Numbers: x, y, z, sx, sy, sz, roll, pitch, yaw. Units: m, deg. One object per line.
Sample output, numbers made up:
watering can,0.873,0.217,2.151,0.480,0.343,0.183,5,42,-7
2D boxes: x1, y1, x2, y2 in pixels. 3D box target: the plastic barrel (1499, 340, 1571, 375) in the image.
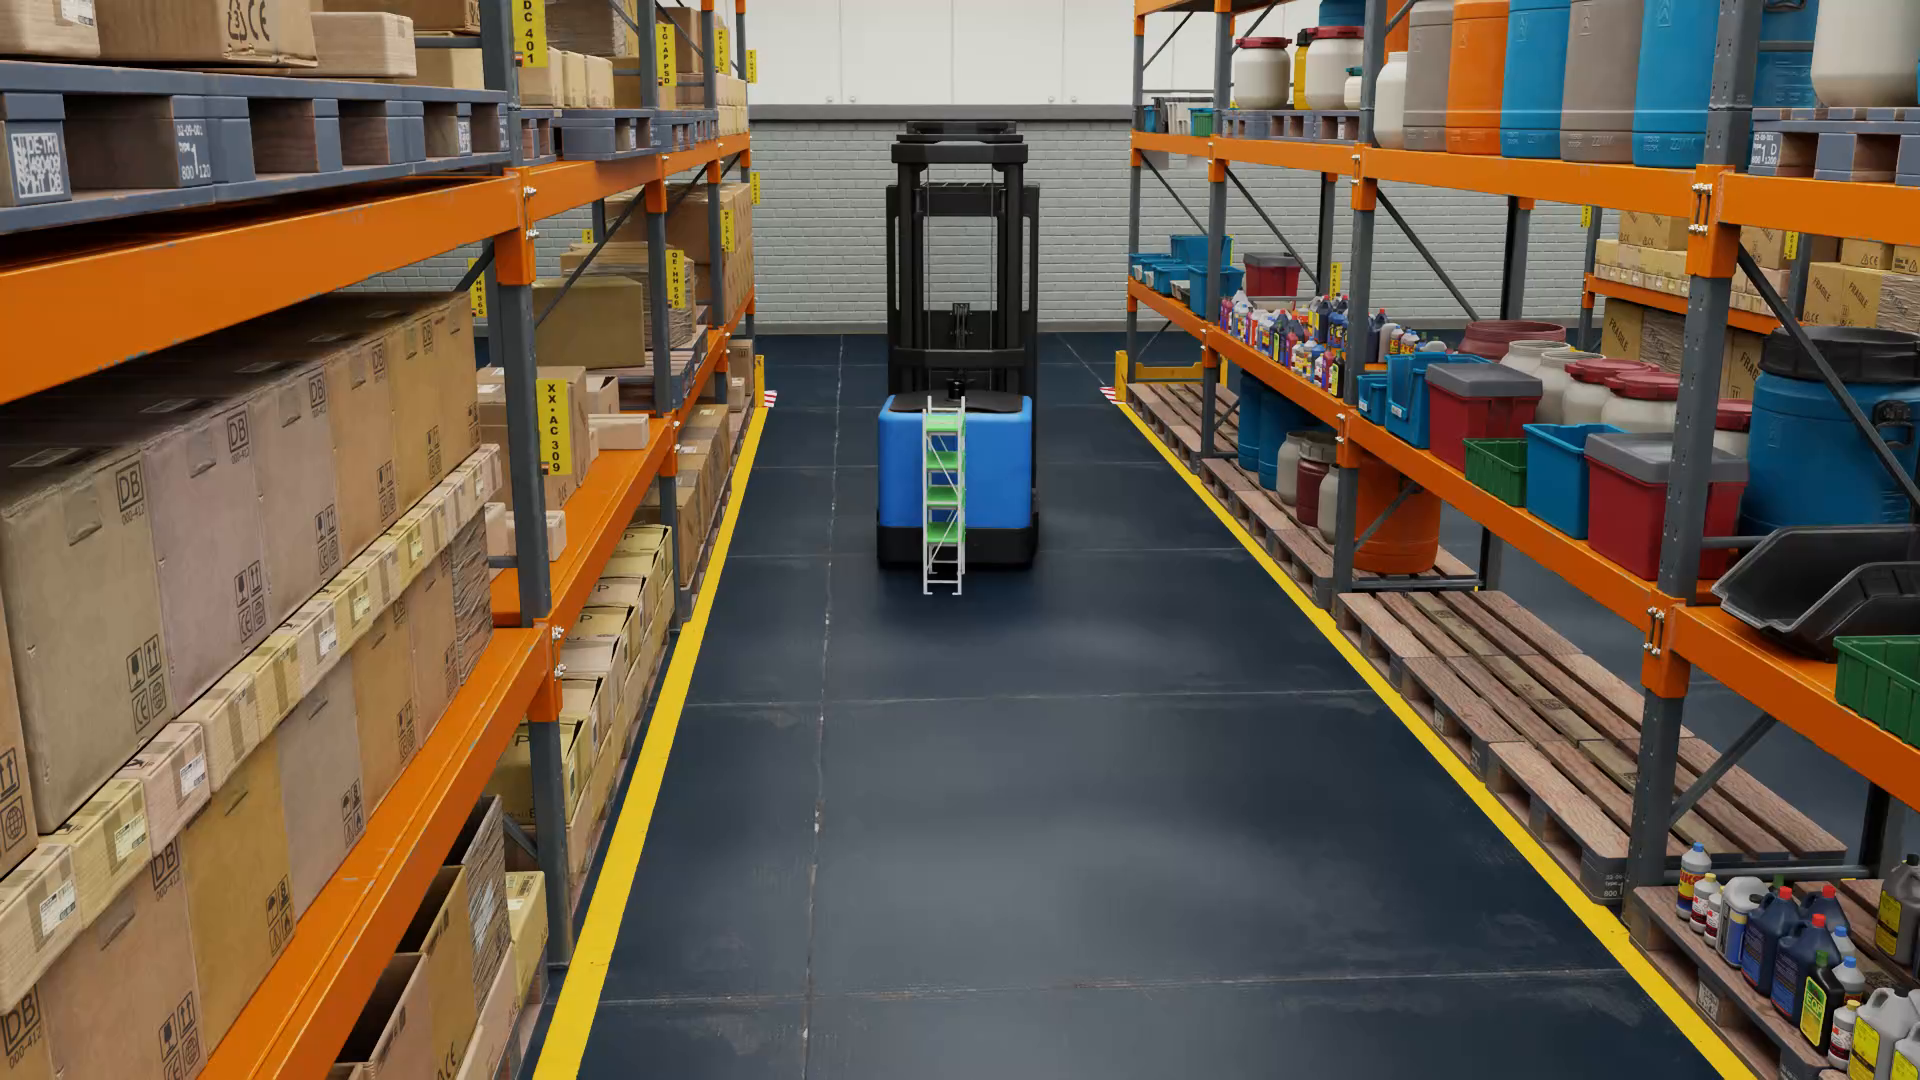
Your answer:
plastic barrel,3.057,-0.784,8.830,0.421,0.512,0.421,0,14,0

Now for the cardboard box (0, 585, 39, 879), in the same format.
cardboard box,-1.688,0.277,2.128,0.700,0.500,0.500,-1,14,-3

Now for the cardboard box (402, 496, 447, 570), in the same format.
cardboard box,-1.637,-0.018,4.576,0.380,0.149,0.250,-1,14,-4

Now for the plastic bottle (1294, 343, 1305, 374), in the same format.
plastic bottle,2.289,-1.212,11.115,0.097,0.201,0.097,0,14,0

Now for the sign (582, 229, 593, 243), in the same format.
sign,-2.953,-2.311,13.250,0.100,0.325,0.005,-1,14,-3

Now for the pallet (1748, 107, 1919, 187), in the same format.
pallet,3.170,-1.171,4.917,1.213,0.211,1.003,-1,14,-3

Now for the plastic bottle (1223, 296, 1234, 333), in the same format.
plastic bottle,2.137,-1.790,13.197,0.061,0.283,0.133,-1,14,-3

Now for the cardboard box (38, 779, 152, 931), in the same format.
cardboard box,-1.511,0.492,2.594,0.380,0.149,0.250,-1,14,-3

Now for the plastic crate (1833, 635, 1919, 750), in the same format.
plastic crate,2.830,0.457,4.656,0.450,0.188,0.662,-1,14,-3

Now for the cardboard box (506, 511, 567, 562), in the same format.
cardboard box,-1.767,-0.014,6.565,0.380,0.149,0.250,-1,14,-3

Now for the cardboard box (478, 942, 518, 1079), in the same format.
cardboard box,-1.649,1.453,5.036,0.500,0.250,0.500,-1,14,-3

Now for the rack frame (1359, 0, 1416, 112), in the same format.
rack frame,2.780,-3.888,9.077,1.000,3.000,0.127,-1,14,-3

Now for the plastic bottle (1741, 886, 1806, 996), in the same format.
plastic bottle,2.663,1.289,5.429,0.144,0.351,0.185,0,14,-2

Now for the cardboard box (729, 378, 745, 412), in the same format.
cardboard box,-2.352,-1.410,16.121,0.500,0.250,0.500,-1,14,-3

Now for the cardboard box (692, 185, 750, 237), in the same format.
cardboard box,-2.326,-3.197,16.225,0.500,0.500,0.500,0,14,-2

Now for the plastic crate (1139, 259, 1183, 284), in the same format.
plastic crate,2.012,-2.690,16.676,0.416,0.233,0.300,-1,14,-3

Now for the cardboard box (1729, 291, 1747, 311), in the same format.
cardboard box,7.098,-2.131,14.792,0.380,0.149,0.250,-1,14,-4

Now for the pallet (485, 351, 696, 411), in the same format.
pallet,-2.276,-0.981,10.206,1.213,0.211,1.003,-1,14,-3

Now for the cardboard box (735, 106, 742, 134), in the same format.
cardboard box,-2.301,-3.904,15.462,0.500,0.250,0.500,-1,14,-3

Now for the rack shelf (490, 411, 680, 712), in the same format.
rack shelf,-2.040,-0.061,7.688,1.077,0.370,4.000,-1,14,-3

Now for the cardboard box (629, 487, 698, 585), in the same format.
cardboard box,-1.907,-0.027,10.245,0.500,0.500,0.500,0,14,-1

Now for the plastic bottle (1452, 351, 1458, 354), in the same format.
plastic bottle,3.076,-1.035,10.278,0.152,0.276,0.135,-1,14,-3

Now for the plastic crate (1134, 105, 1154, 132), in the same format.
plastic crate,2.030,-4.261,16.811,0.497,0.269,0.590,-1,14,-3

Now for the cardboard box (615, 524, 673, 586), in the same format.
cardboard box,-1.886,0.076,9.260,0.500,0.311,0.500,-1,14,-2

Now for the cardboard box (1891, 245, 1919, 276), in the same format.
cardboard box,7.554,-2.258,12.570,0.797,0.503,0.637,-1,14,-3

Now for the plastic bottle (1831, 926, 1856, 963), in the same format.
plastic bottle,2.793,1.362,5.306,0.097,0.271,0.097,0,14,0

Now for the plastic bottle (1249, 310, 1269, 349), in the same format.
plastic bottle,2.238,-1.566,12.342,0.152,0.276,0.135,-1,14,-3

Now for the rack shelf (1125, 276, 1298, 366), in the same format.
rack shelf,2.408,-2.126,15.714,1.077,0.370,4.000,-1,14,-3

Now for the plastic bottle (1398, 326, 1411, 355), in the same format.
plastic bottle,3.049,-1.327,11.397,0.061,0.283,0.133,-1,14,-3

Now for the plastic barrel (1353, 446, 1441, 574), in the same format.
plastic barrel,2.732,-0.256,10.515,0.600,0.830,0.708,-1,14,-3

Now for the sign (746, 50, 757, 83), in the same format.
sign,-2.105,-4.782,16.794,0.100,0.325,0.005,-1,14,-3

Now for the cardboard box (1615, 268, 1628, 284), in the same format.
cardboard box,6.954,-2.706,17.028,0.380,0.149,0.250,-1,14,-5

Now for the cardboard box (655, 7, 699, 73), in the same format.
cardboard box,-2.480,-4.007,13.355,0.700,0.500,0.500,-1,14,-3

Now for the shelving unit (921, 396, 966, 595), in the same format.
shelving unit,-0.101,-0.294,10.761,0.258,1.200,0.503,1,14,3

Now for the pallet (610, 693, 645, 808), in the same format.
pallet,-2.080,0.952,7.904,1.003,0.211,1.213,-1,14,-3

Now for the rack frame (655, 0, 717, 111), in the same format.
rack frame,-2.412,-4.807,12.650,1.000,3.000,0.127,-1,14,-3

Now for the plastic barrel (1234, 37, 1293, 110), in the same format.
plastic barrel,2.314,-3.564,12.725,0.433,0.535,0.433,0,14,0

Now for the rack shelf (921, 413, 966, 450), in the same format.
rack shelf,-0.101,-0.697,10.657,0.258,0.148,0.480,1,14,3

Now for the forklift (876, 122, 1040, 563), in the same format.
forklift,0.031,-1.576,12.268,1.130,2.935,3.031,1,14,3

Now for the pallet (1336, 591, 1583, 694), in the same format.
pallet,2.789,0.561,9.421,1.003,0.211,1.213,-1,14,-3

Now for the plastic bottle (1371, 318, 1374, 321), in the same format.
plastic bottle,2.938,-1.452,11.908,0.097,0.271,0.097,0,14,0

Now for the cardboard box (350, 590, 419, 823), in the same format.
cardboard box,-1.816,0.406,4.229,0.700,0.500,0.500,-1,14,-3

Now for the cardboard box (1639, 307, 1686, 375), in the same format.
cardboard box,7.403,-1.839,16.574,0.875,0.875,0.875,-1,14,-3

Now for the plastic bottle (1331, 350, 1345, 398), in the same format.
plastic bottle,2.329,-1.020,10.205,0.061,0.283,0.133,-1,14,-3

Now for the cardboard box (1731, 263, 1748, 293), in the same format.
cardboard box,7.152,-2.360,14.881,0.500,0.250,0.500,0,14,-2

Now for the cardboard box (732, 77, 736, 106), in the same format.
cardboard box,-2.278,-4.022,14.916,0.500,0.250,0.500,-1,14,-3

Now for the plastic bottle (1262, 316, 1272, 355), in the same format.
plastic bottle,2.232,-1.477,12.004,0.097,0.271,0.097,0,14,0

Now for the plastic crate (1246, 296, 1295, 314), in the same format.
plastic crate,2.646,-1.997,14.175,0.396,0.136,0.243,-1,14,-3

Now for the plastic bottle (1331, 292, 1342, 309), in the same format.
plastic bottle,2.915,-1.730,12.829,0.144,0.351,0.185,-1,14,-3

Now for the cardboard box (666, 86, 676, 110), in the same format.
cardboard box,-2.289,-2.772,10.560,0.910,0.500,0.500,-1,14,-3

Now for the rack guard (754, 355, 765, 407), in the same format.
rack guard,-2.655,-1.667,17.502,1.175,0.500,0.348,-1,14,-3

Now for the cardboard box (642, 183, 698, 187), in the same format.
cardboard box,-2.896,-3.315,16.682,0.500,0.500,0.500,0,14,-2

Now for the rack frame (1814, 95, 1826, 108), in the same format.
rack frame,7.475,-4.959,13.241,1.000,3.000,0.127,-1,14,-3
